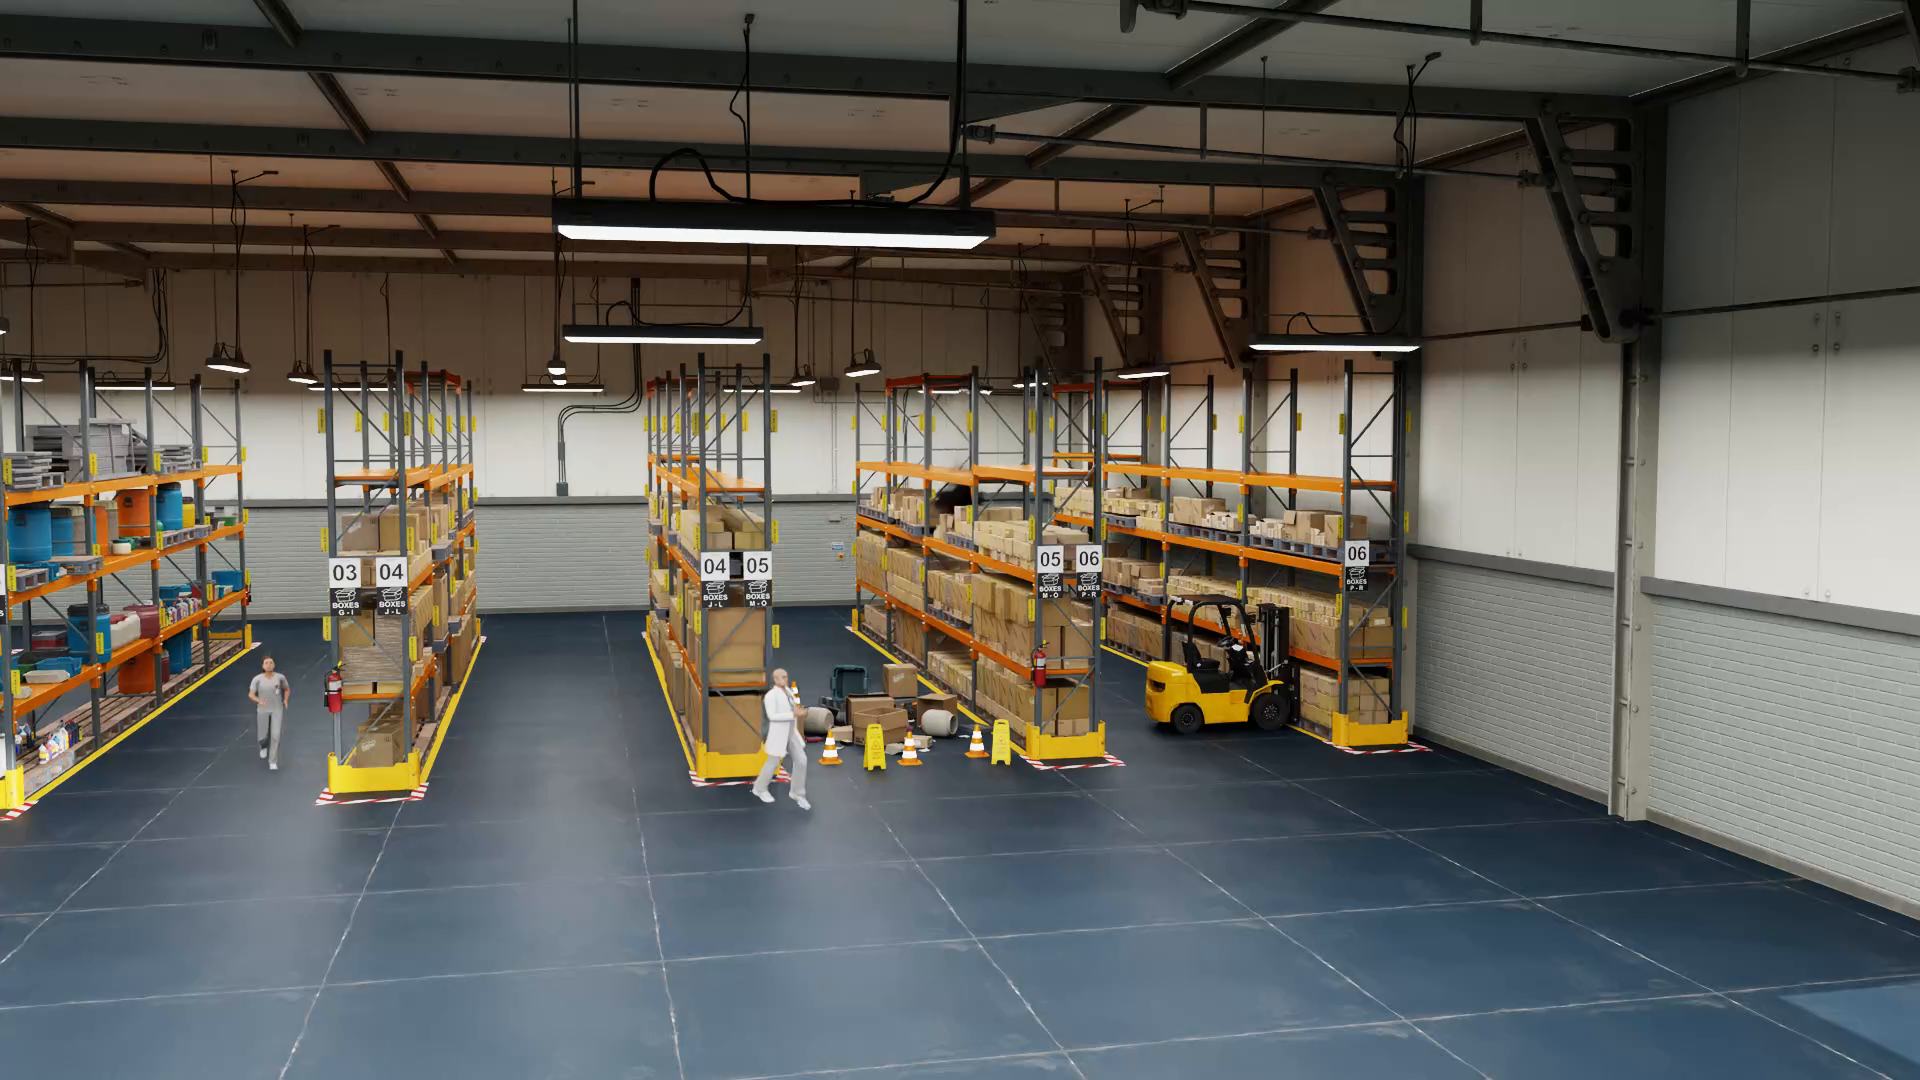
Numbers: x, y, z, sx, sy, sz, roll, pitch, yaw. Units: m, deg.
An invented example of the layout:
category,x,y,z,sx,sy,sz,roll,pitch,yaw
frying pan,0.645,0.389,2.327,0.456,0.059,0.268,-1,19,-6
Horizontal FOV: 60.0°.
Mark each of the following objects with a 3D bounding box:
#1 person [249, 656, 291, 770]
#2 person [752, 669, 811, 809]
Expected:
category,x,y,z,sx,sy,sz,roll,pitch,yaw
person,-10.067,2.499,24.290,0.570,1.628,0.736,-2,4,-27
person,-2.343,2.595,21.755,0.863,1.842,0.672,3,5,33
